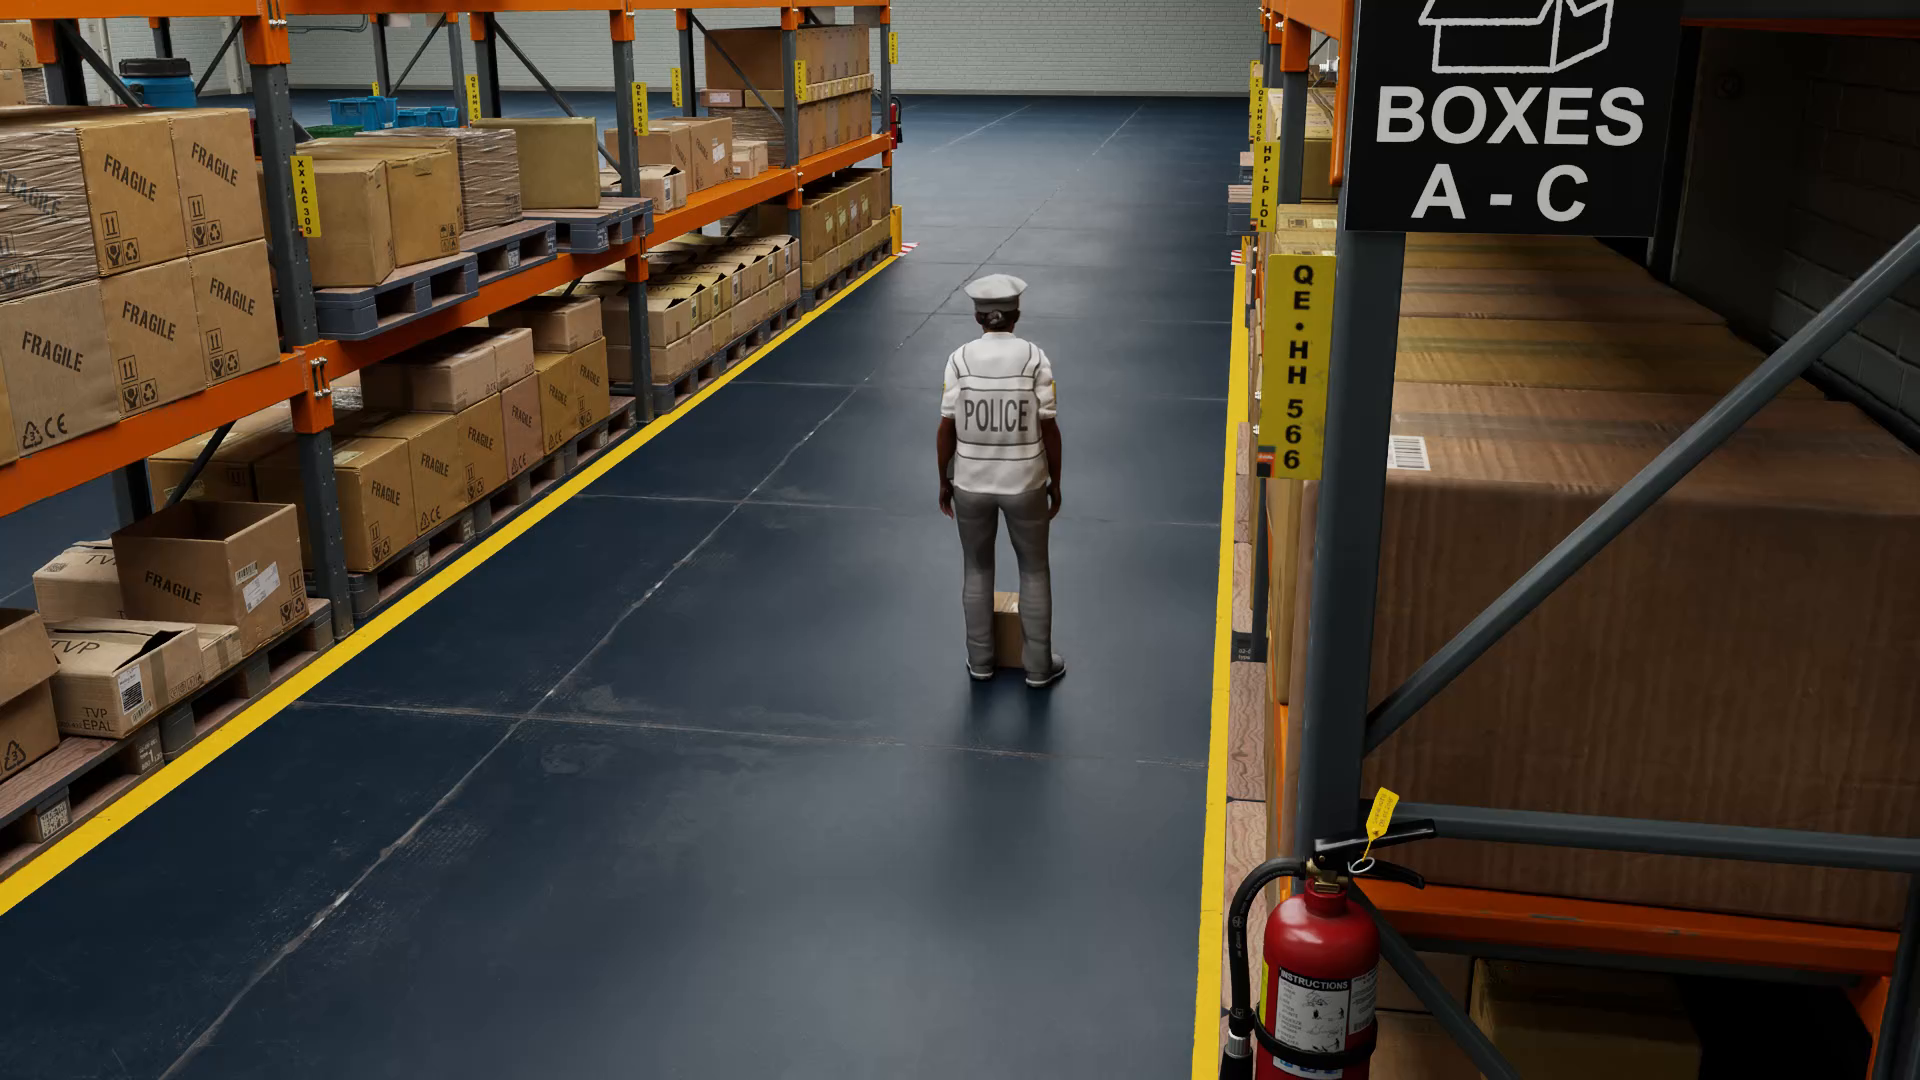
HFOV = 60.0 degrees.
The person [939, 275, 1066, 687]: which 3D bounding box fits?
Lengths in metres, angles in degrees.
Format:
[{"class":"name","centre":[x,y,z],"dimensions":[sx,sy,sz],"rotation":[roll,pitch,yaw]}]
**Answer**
[{"class":"person","centre":[0.179,-0.217,6.726],"dimensions":[0.518,1.658,0.417],"rotation":[3,18,8]}]
